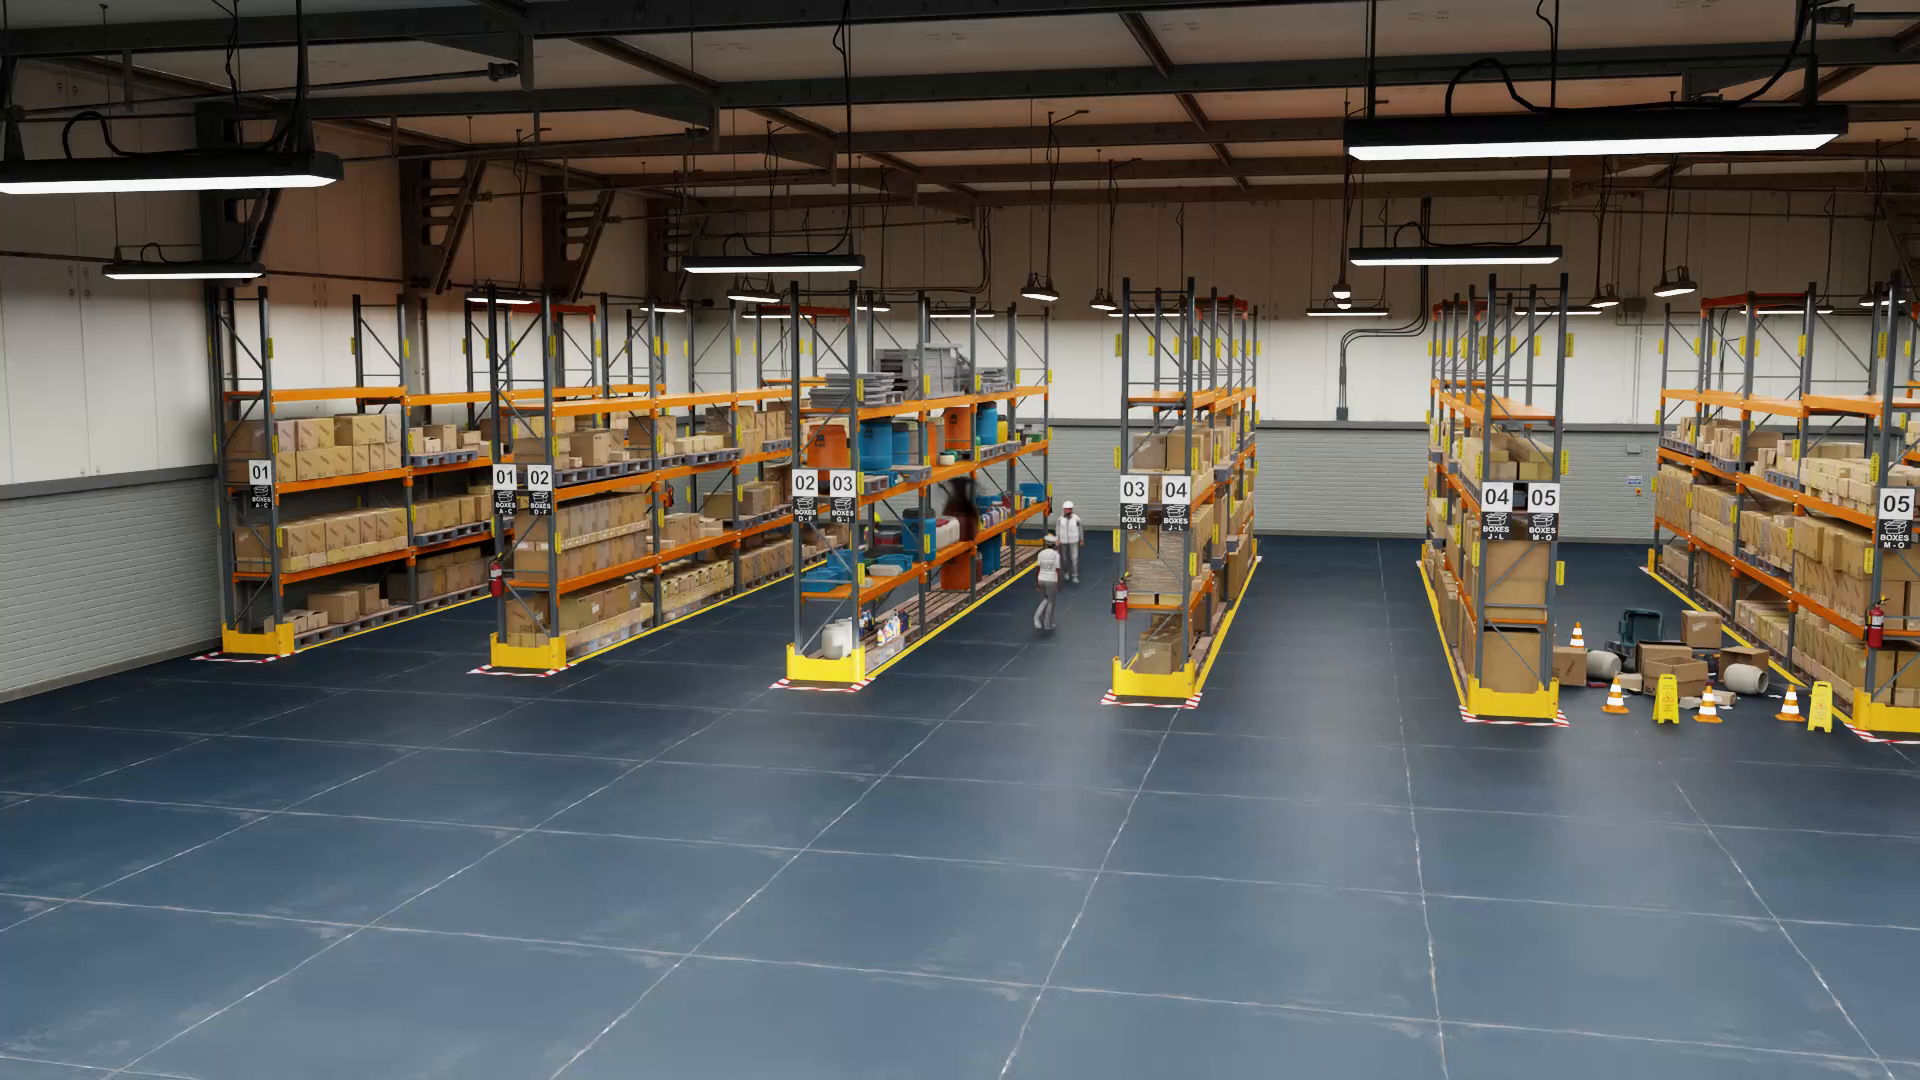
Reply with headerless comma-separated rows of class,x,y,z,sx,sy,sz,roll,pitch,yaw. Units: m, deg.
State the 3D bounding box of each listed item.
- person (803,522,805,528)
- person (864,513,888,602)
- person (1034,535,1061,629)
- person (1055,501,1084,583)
person,-4.298,-1.045,45.338,0.416,1.659,0.507,3,7,24
person,-1.666,0.334,32.954,0.466,1.764,0.635,-1,7,-5
person,1.576,0.764,29.593,0.451,1.670,0.431,-6,9,-41
person,2.356,0.029,35.636,0.622,1.718,1.001,0,7,3
